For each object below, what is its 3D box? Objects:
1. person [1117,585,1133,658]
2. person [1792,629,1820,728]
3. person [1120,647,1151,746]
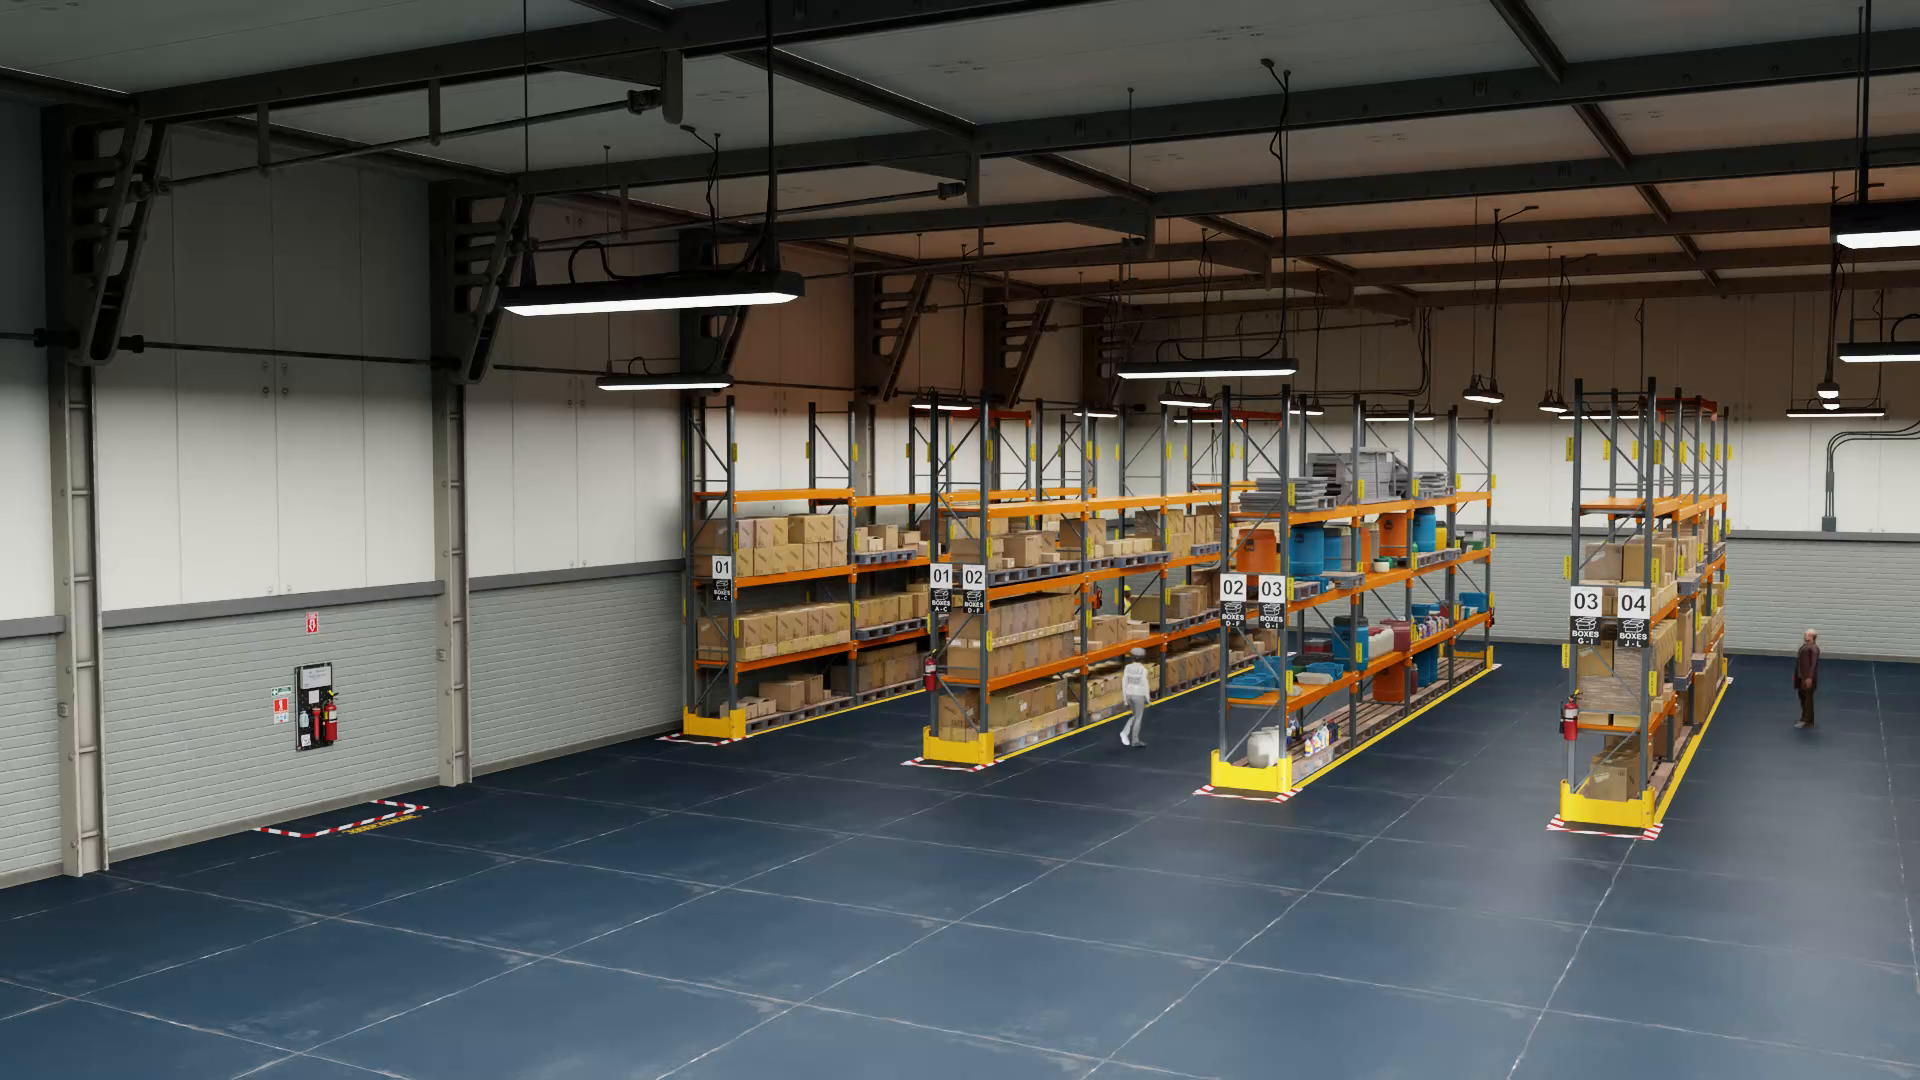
[{"bbox_3d":[4.124,1.986,40.605,0.640,1.777,0.431,-1,3,-19],"label":"person"},{"bbox_3d":[15.461,2.525,30.419,0.582,1.796,0.587,-1,3,-12],"label":"person"},{"bbox_3d":[2.976,2.663,28.152,0.452,1.685,0.453,-2,3,-28],"label":"person"}]
